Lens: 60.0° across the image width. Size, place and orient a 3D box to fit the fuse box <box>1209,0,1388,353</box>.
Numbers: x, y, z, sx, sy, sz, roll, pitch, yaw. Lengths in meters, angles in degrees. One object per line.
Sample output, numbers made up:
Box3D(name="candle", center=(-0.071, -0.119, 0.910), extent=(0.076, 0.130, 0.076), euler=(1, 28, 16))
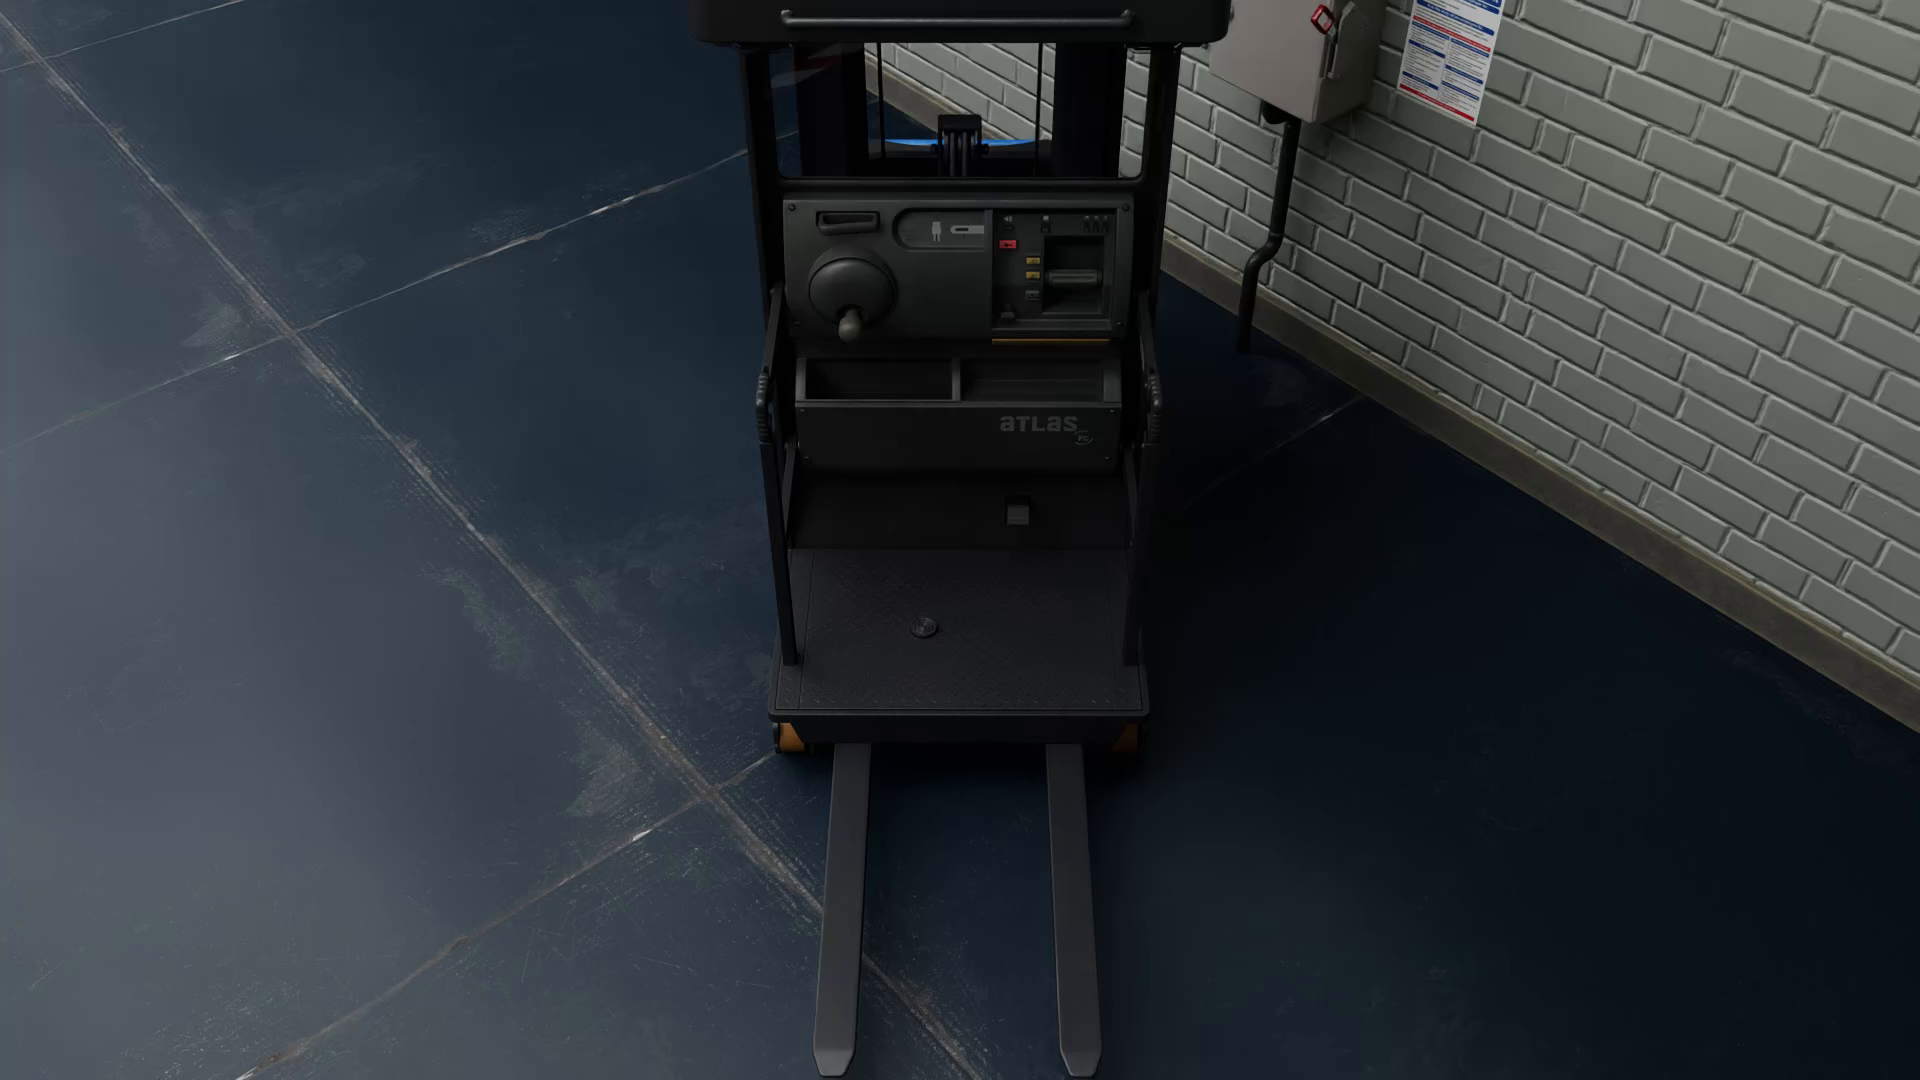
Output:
Box3D(name="fuse box", center=(1.102, -1.350, 5.938), extent=(0.414, 1.711, 0.539), euler=(-30, 51, -28))

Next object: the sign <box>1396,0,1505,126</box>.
Box3D(name="sign", center=(1.578, -1.617, 5.350), extent=(0.001, 0.494, 0.329), euler=(-30, 51, -28))

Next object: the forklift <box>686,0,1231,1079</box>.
Box3D(name="forklift", center=(-0.002, -0.639, 4.290), extent=(1.130, 2.935, 3.031), euler=(0, 43, 0))

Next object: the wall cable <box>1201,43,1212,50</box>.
Box3D(name="wall cable", center=(0.785, -2.618, 5.604), extent=(0.122, 1.984, 0.588), euler=(-30, 51, -28))
